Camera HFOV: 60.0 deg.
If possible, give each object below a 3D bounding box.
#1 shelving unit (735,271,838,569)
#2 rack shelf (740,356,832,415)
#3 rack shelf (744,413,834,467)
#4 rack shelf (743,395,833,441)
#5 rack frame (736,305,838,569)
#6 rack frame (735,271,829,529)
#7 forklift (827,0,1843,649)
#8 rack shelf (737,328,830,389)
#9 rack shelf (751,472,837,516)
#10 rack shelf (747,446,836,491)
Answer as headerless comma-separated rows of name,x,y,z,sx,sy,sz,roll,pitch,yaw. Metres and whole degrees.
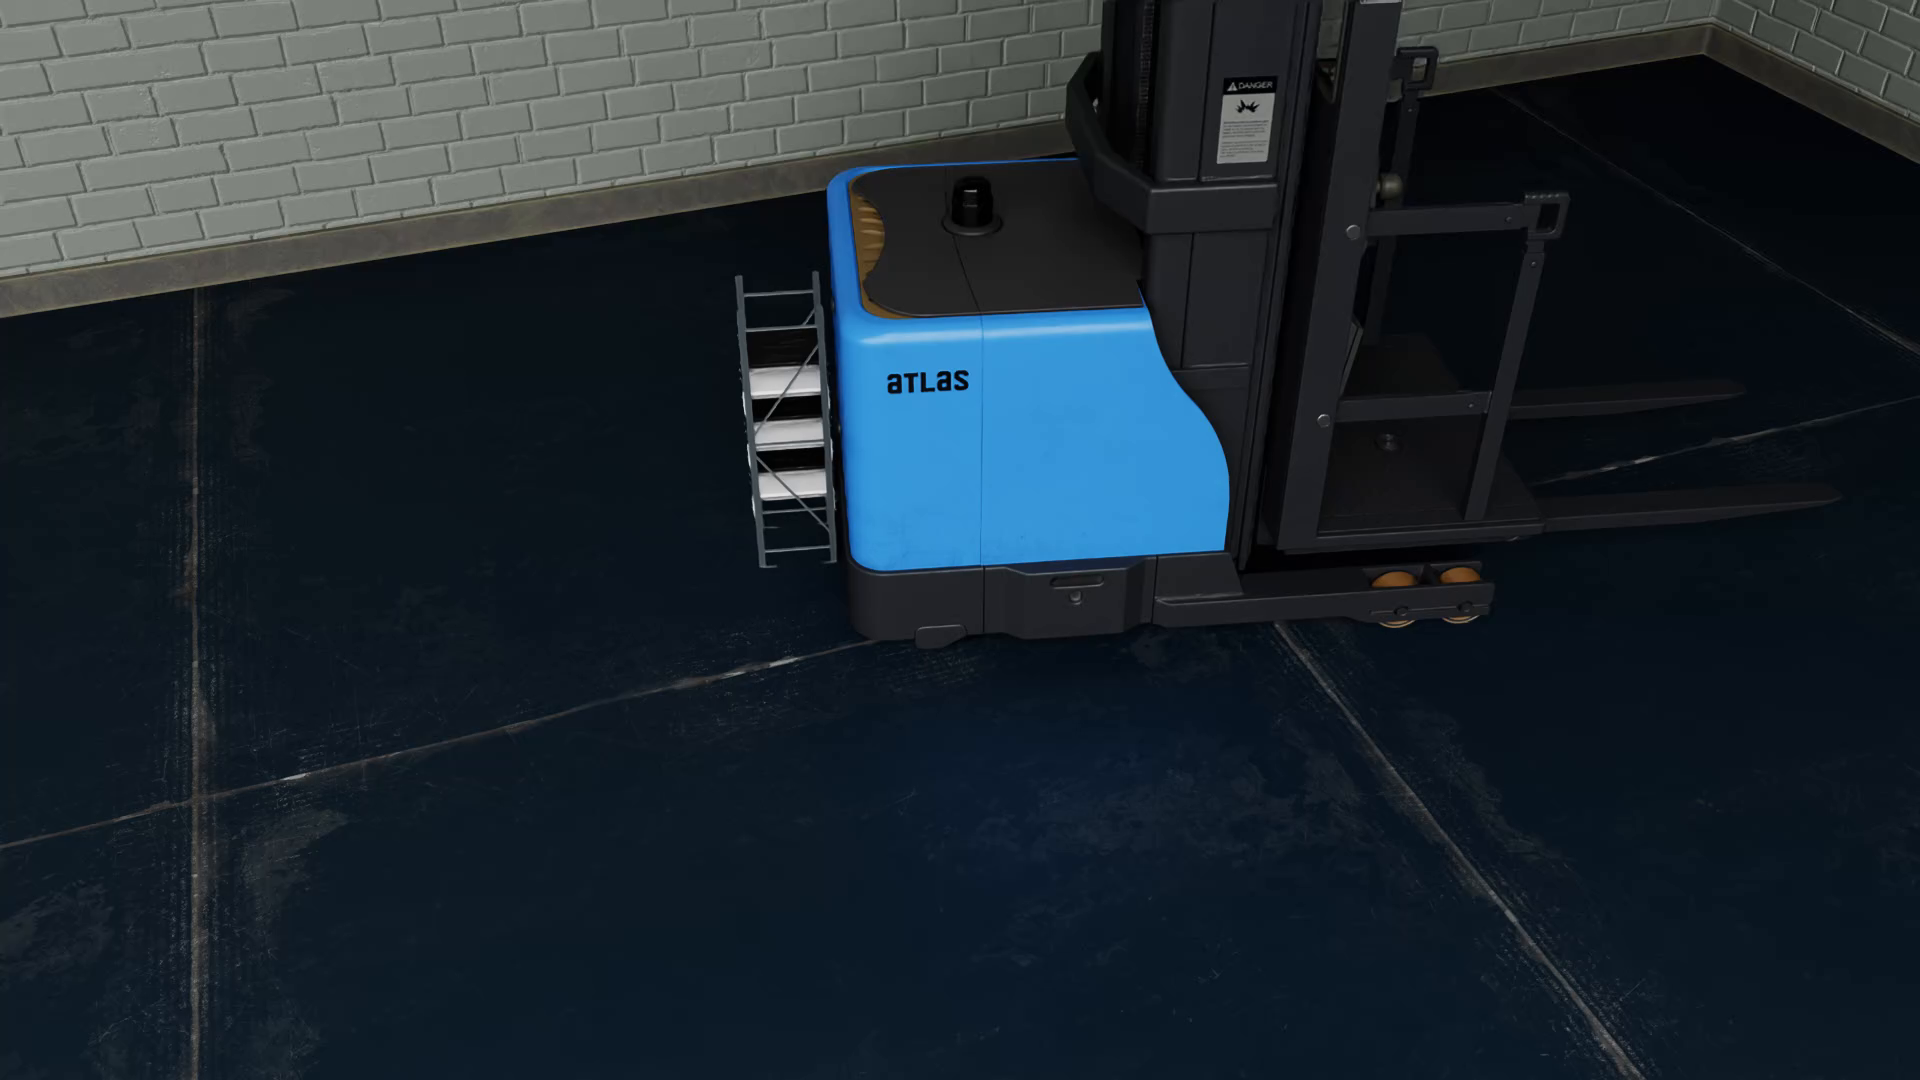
shelving unit,-0.512,-0.343,4.957,0.258,0.900,0.210,-4,37,-6
rack shelf,-0.512,-0.460,4.869,0.258,0.077,0.200,-4,37,-6
rack shelf,-0.512,-0.316,4.977,0.258,0.077,0.200,-4,37,-6
rack shelf,-0.512,-0.388,4.923,0.258,0.077,0.200,-4,37,-6
rack frame,-0.499,-0.282,4.877,0.240,0.900,0.006,-4,37,-6
rack frame,-0.524,-0.403,5.038,0.240,0.900,0.006,-4,37,-6
forklift,1.144,-1.227,4.442,3.031,2.935,1.130,-4,37,-5
rack shelf,-0.512,-0.532,4.815,0.258,0.077,0.200,-4,37,-6
rack shelf,-0.512,-0.172,5.086,0.258,0.077,0.200,-4,37,-6
rack shelf,-0.512,-0.244,5.031,0.258,0.077,0.200,-4,37,-6
